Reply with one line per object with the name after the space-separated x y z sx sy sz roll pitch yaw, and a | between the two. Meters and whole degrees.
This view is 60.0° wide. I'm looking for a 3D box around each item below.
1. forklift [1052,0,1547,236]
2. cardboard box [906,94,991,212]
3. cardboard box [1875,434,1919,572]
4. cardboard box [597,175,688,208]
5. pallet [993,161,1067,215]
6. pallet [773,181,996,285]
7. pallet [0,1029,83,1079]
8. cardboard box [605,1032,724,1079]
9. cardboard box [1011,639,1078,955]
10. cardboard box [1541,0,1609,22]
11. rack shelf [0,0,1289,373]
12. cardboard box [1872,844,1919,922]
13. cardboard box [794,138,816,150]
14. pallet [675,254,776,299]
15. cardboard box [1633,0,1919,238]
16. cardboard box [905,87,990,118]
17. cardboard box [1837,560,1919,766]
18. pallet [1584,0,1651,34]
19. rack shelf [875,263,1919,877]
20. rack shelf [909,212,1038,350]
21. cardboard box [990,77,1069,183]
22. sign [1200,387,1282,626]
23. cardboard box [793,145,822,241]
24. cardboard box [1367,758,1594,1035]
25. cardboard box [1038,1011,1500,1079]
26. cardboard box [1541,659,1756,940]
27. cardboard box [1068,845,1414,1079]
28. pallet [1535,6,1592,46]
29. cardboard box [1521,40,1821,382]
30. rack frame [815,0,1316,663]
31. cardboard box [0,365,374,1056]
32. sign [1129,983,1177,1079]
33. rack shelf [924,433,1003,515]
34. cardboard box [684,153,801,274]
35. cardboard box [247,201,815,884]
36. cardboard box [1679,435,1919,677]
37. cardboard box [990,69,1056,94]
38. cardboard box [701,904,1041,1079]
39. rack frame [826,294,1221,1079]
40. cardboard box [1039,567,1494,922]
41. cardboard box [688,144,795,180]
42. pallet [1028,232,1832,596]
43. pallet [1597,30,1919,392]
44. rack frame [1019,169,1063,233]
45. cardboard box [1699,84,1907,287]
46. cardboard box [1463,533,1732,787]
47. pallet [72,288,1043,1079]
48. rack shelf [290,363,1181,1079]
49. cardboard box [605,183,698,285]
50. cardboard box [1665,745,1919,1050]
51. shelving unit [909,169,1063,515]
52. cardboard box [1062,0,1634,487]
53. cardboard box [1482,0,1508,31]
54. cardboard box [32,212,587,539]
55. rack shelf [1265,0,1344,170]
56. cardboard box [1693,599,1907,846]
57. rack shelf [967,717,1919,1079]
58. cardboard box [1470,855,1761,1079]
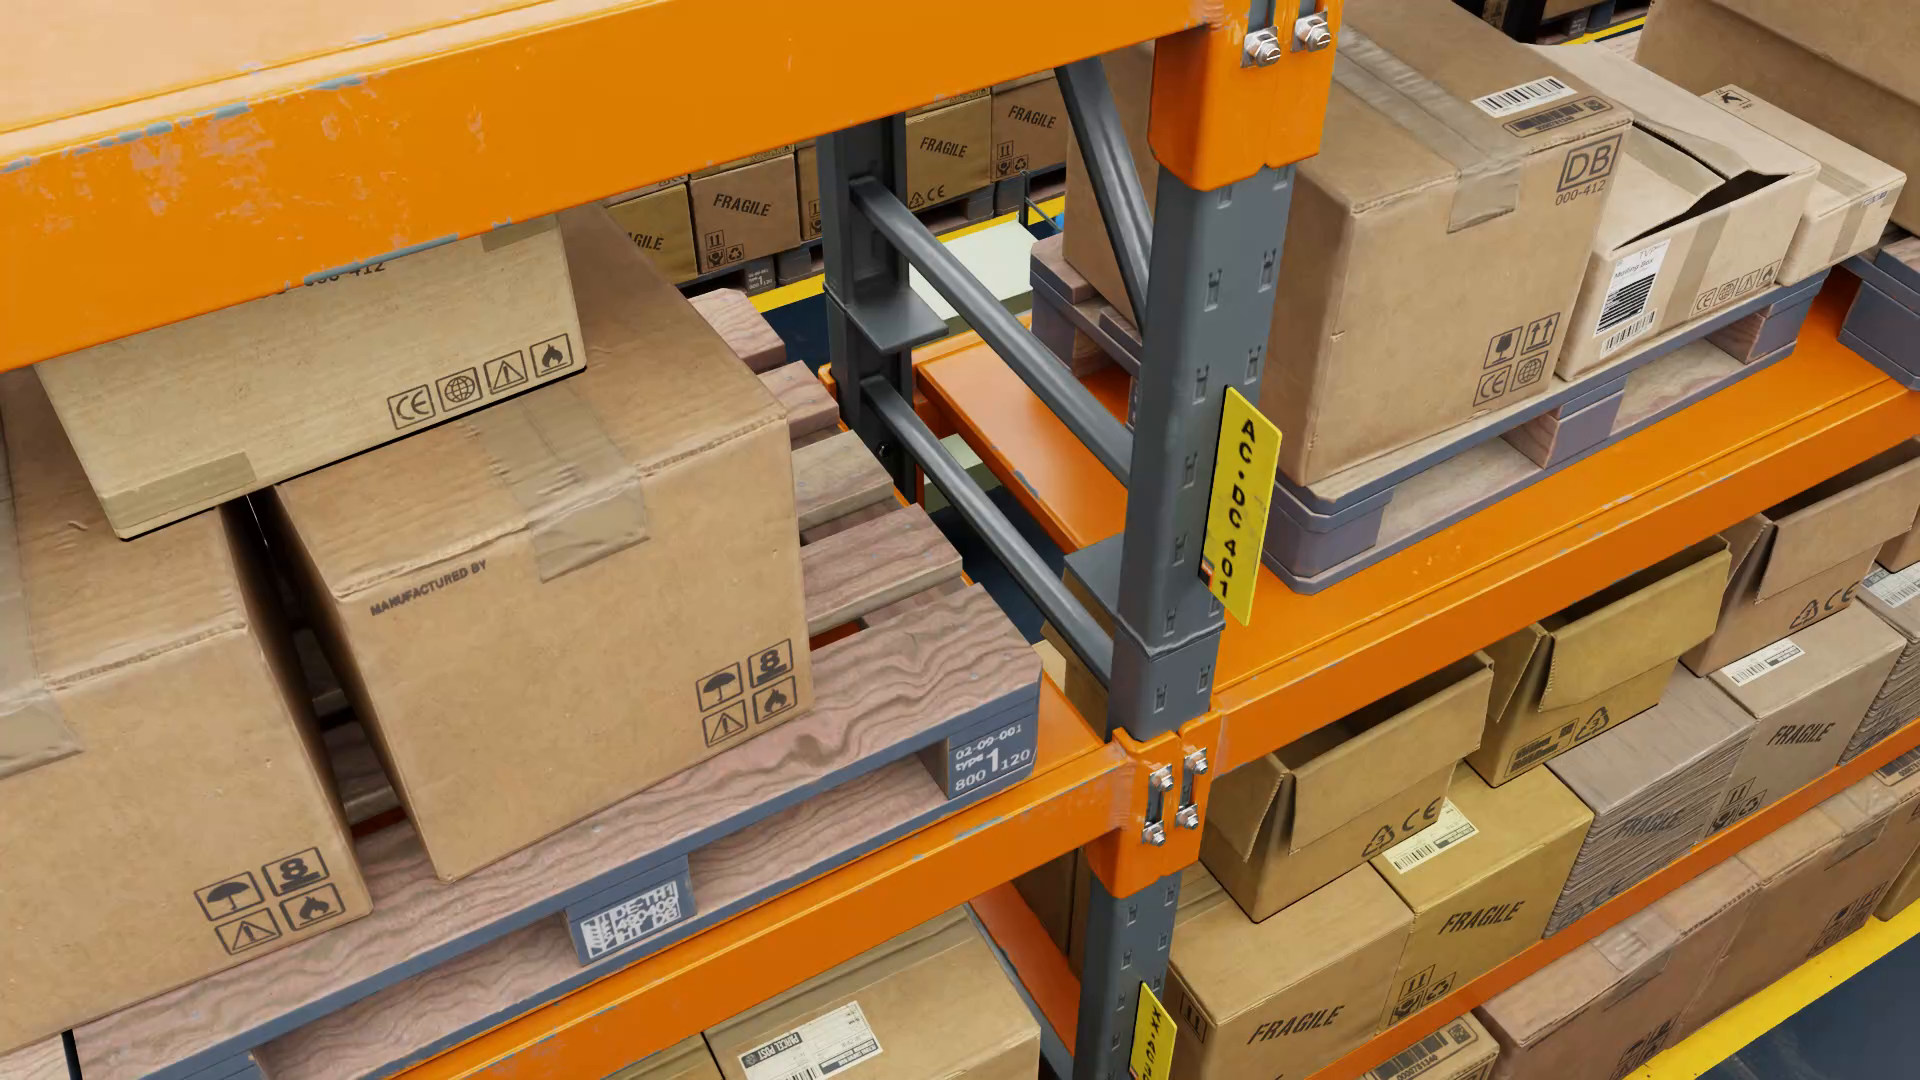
1.903 -1.744 6.442 3.031 2.935 1.130 -19 47 -19 | forklift
-0.193 -1.994 8.144 0.500 0.500 0.500 -24 49 -23 | cardboard box
2.325 -0.395 4.211 0.637 0.503 0.797 -21 48 -20 | cardboard box
-1.546 -1.729 7.333 0.500 0.250 0.500 -24 49 -23 | cardboard box
0.472 -2.227 8.893 1.213 0.211 1.003 -22 48 -21 | pallet
-0.585 -1.806 8.459 1.213 0.211 1.003 -22 48 -21 | pallet
-1.706 0.574 1.915 1.213 0.211 1.003 -22 48 -21 | pallet
-0.637 1.091 2.828 0.500 0.500 0.500 -21 48 -21 | cardboard box
0.335 0.557 3.950 0.500 0.500 0.500 -22 48 -21 | cardboard box
3.287 -3.627 9.647 0.750 0.750 1.050 -22 48 -21 | cardboard box
-1.669 -0.137 1.233 4.000 0.370 1.077 -22 48 -21 | rack shelf
2.925 0.371 5.438 0.875 0.875 1.225 -24 49 -23 | cardboard box
-0.641 -2.090 7.704 0.500 0.250 0.500 -20 48 -19 | cardboard box
-1.644 -1.380 8.020 1.213 0.211 1.003 -22 48 -21 | pallet
1.773 -1.010 3.107 0.637 0.503 0.797 -22 48 -21 | cardboard box
-0.193 -2.276 7.896 0.500 0.250 0.500 -21 48 -20 | cardboard box
2.345 0.169 4.350 0.500 0.500 0.500 -23 49 -22 | cardboard box
3.987 -3.571 10.278 1.213 0.211 1.003 -22 48 -21 | pallet
1.799 -0.592 3.569 4.000 0.370 1.077 -22 48 -21 | rack shelf
0.006 -0.821 5.958 0.720 0.370 0.431 -22 48 -21 | rack shelf
0.258 -2.187 8.343 0.500 0.500 0.500 -20 48 -19 | cardboard box
0.343 -0.035 2.051 0.005 0.325 0.100 -22 48 -21 | sign
-0.640 -1.834 7.979 0.500 0.500 0.500 -21 48 -20 | cardboard box
1.024 0.701 3.802 0.500 0.500 0.500 -22 48 -21 | cardboard box
0.610 1.298 4.483 0.875 0.875 1.225 -22 48 -21 | cardboard box
1.458 0.528 3.981 0.500 0.500 0.500 -23 49 -22 | cardboard box
0.589 0.876 3.622 0.500 0.500 0.500 -22 48 -21 | cardboard box
2.928 -3.145 9.839 1.213 0.211 1.003 -22 48 -21 | pallet
1.061 -0.601 2.824 0.500 0.311 0.500 -23 49 -22 | cardboard box
0.065 -1.232 1.558 0.127 3.000 1.000 -22 48 -21 | rack frame
-1.052 0.113 1.880 0.500 0.500 0.700 -19 47 -19 | cardboard box
0.343 0.916 2.974 0.005 0.325 0.100 -22 48 -21 | sign
0.006 -0.307 6.457 0.720 0.370 0.431 -22 48 -21 | rack shelf
-1.087 -1.644 7.784 0.500 0.500 0.500 -20 48 -19 | cardboard box
-0.583 -0.071 2.070 0.500 0.500 0.700 -25 49 -23 | cardboard box
1.747 -0.158 3.967 0.637 0.503 0.797 -20 48 -20 | cardboard box
0.255 -2.443 8.068 0.500 0.250 0.500 -21 48 -20 | cardboard box
-0.200 0.919 3.004 0.500 0.500 0.500 -20 48 -20 | cardboard box
0.065 0.921 3.648 0.127 3.000 1.000 -22 48 -21 | rack frame
0.615 0.298 3.497 0.637 0.503 0.797 -23 49 -22 | cardboard box
-1.085 -1.916 7.525 0.500 0.250 0.500 -21 48 -20 | cardboard box
0.836 -0.435 3.028 1.217 0.209 0.805 -24 49 -22 | pallet
2.033 -0.831 3.434 1.213 0.211 1.003 -20 47 -19 | pallet
0.323 -0.668 6.361 0.023 1.500 0.400 -22 48 -21 | rack frame
1.431 -0.642 2.983 0.250 0.149 0.380 -24 49 -23 | cardboard box
1.216 0.067 3.735 0.637 0.503 0.797 -21 48 -21 | cardboard box
-0.649 0.153 2.348 1.213 0.211 1.003 -22 48 -21 | pallet
-1.669 0.796 2.139 4.000 0.370 1.077 -22 48 -21 | rack shelf
-1.545 -1.460 7.593 0.500 0.500 0.500 -20 48 -19 | cardboard box
2.148 0.676 5.124 0.875 0.875 1.225 -22 48 -21 | cardboard box
0.006 -0.541 6.230 0.755 1.500 0.431 -22 48 -21 | shelving unit
0.563 -0.550 2.636 0.500 0.500 0.700 -21 48 -20 | cardboard box
2.479 -3.303 9.314 0.750 0.750 1.050 -21 48 -20 | cardboard box
-0.753 -0.325 1.794 0.500 0.250 0.500 -25 49 -23 | cardboard box
1.799 -1.525 2.663 4.000 0.370 1.077 -22 48 -21 | rack shelf
1.904 0.345 4.169 0.500 0.500 0.500 -21 48 -20 | cardboard box
1.799 0.485 4.613 4.000 0.370 1.077 -22 48 -21 | rack shelf
1.385 0.988 4.803 0.875 0.875 1.225 -23 49 -22 | cardboard box
